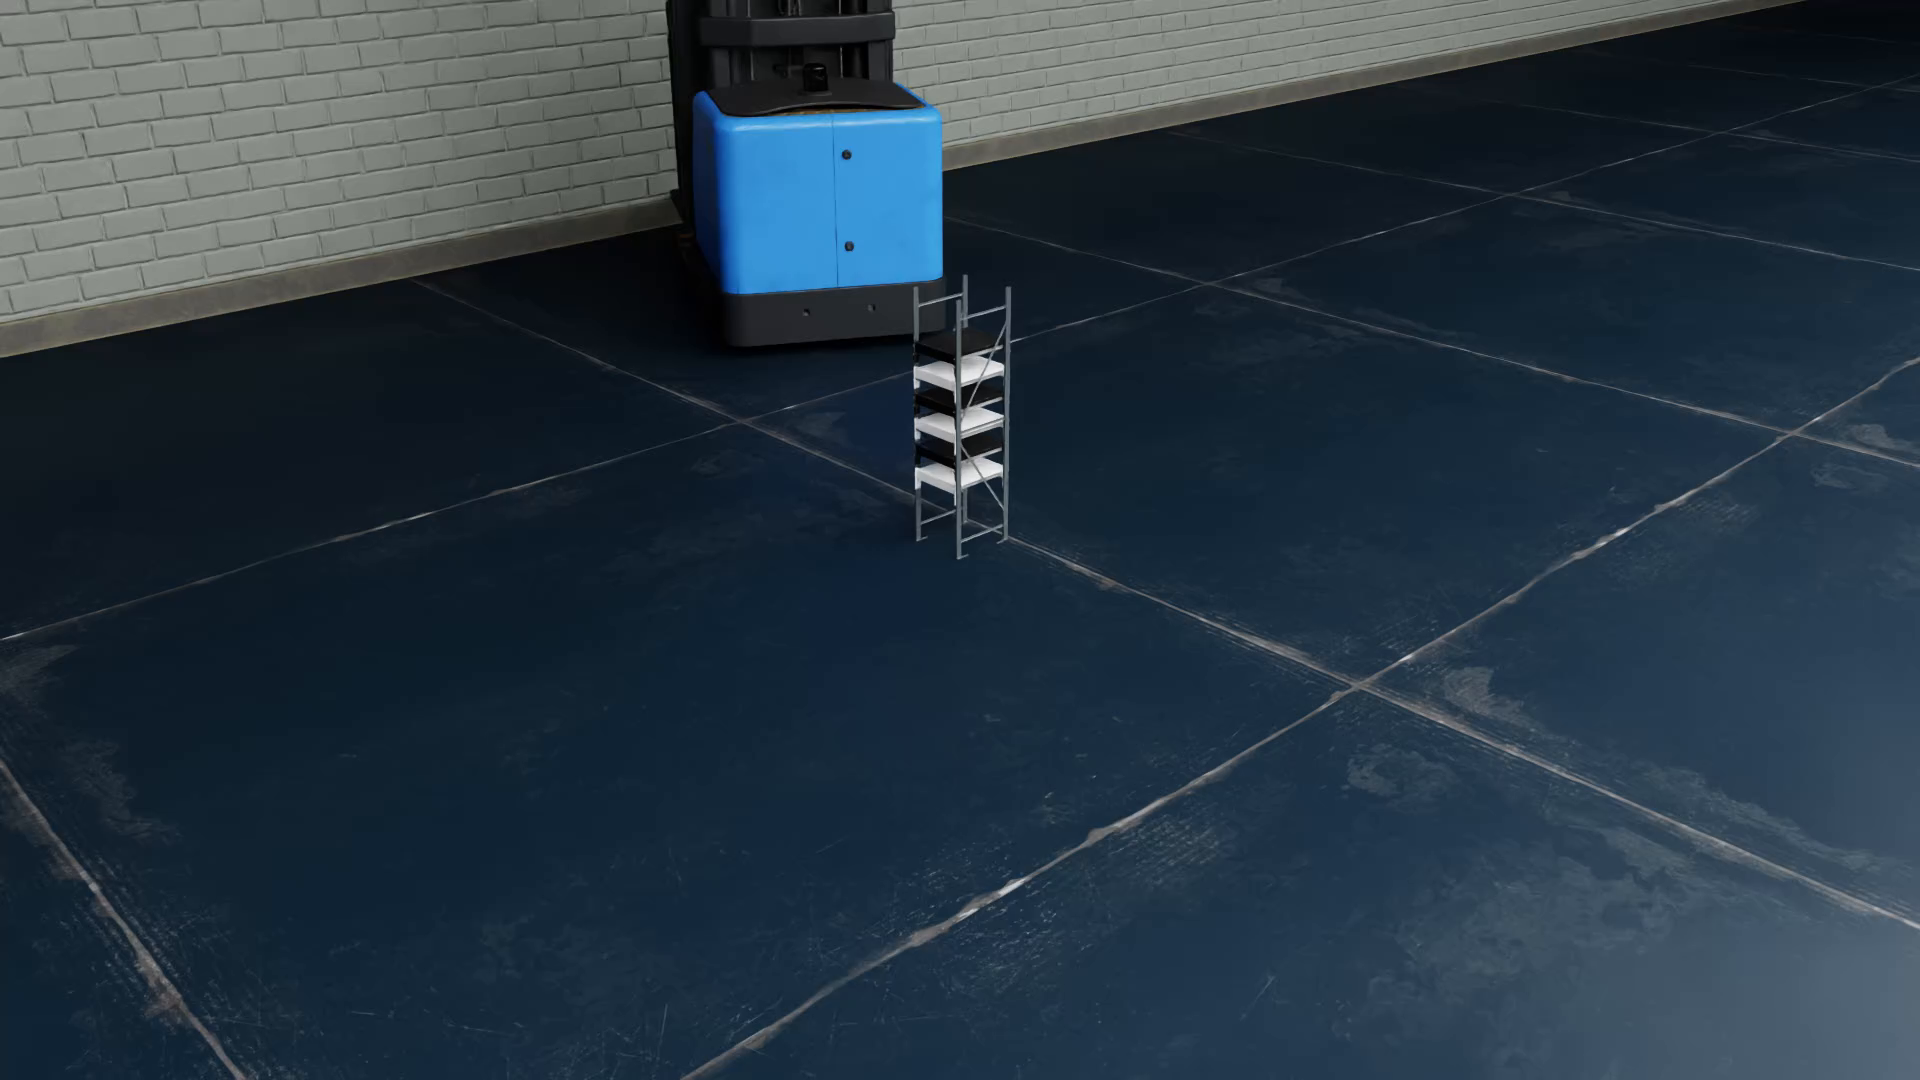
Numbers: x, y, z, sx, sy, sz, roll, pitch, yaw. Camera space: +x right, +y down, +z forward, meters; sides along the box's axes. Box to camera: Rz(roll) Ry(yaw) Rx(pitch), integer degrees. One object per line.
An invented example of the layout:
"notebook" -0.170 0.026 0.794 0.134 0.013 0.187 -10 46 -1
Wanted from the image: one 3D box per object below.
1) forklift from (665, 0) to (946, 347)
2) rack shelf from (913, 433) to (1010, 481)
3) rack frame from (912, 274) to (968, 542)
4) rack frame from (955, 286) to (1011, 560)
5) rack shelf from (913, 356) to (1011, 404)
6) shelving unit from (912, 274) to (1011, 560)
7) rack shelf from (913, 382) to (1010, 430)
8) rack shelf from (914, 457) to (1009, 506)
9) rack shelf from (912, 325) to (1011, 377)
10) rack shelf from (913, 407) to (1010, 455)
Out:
"forklift" -0.938 -2.789 8.333 1.130 2.935 3.031 -6 25 -14
"rack shelf" 0.006 -0.295 5.609 0.258 0.077 0.200 -21 32 -38
"rack frame" -0.064 -0.438 5.625 0.240 0.900 0.006 -21 32 -38
"rack frame" 0.075 -0.376 5.490 0.240 0.900 0.006 -21 32 -38
"rack shelf" 0.006 -0.540 5.497 0.258 0.077 0.200 -21 32 -38
"shelving unit" 0.006 -0.407 5.558 0.258 0.900 0.210 -21 32 -38
"rack shelf" 0.006 -0.459 5.534 0.258 0.077 0.200 -21 32 -38
"rack shelf" 0.006 -0.213 5.646 0.258 0.077 0.200 -21 32 -38
"rack shelf" 0.006 -0.622 5.460 0.258 0.077 0.200 -21 32 -38
"rack shelf" 0.006 -0.377 5.572 0.258 0.077 0.200 -21 32 -38
